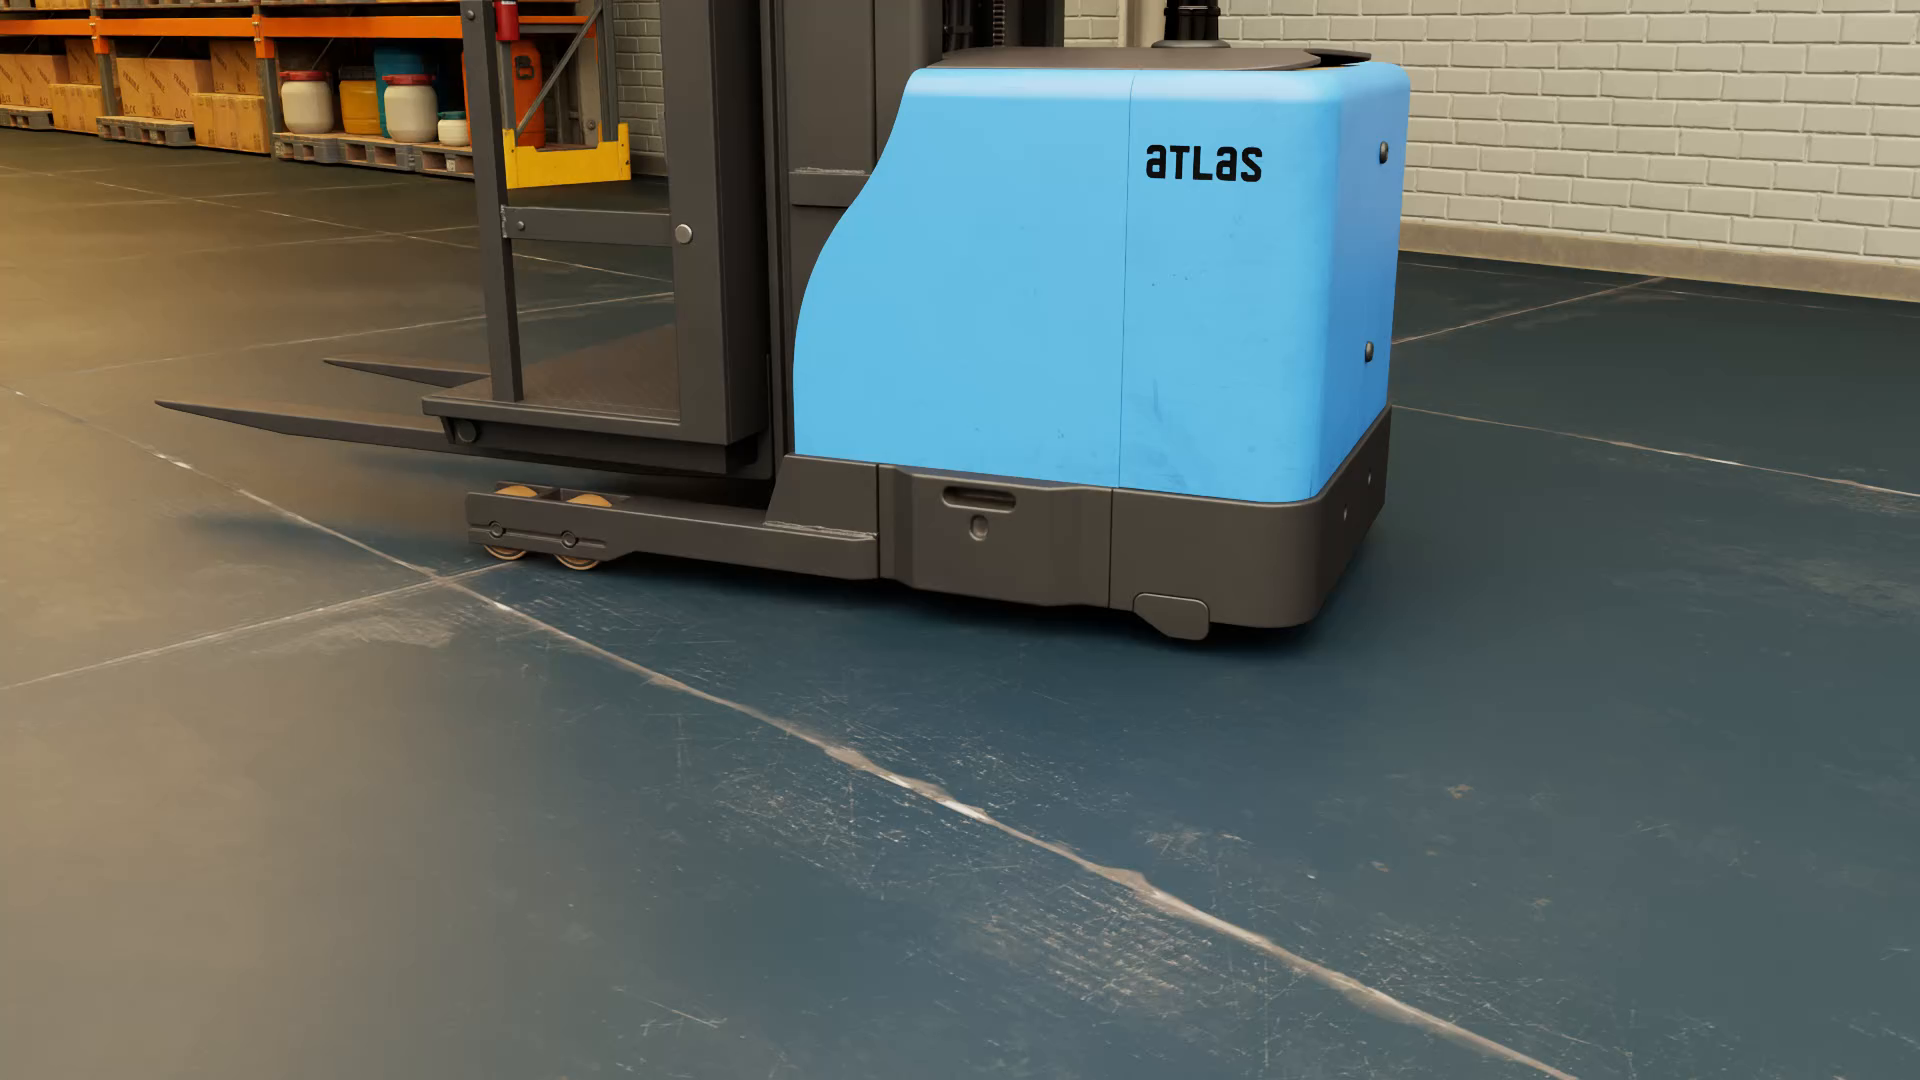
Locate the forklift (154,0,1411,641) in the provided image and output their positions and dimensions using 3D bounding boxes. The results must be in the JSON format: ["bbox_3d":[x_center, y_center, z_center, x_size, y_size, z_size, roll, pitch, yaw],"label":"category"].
[{"bbox_3d":[-0.563,-1.469,3.684,3.031,2.935,1.130,7,18,21],"label":"forklift"}]
